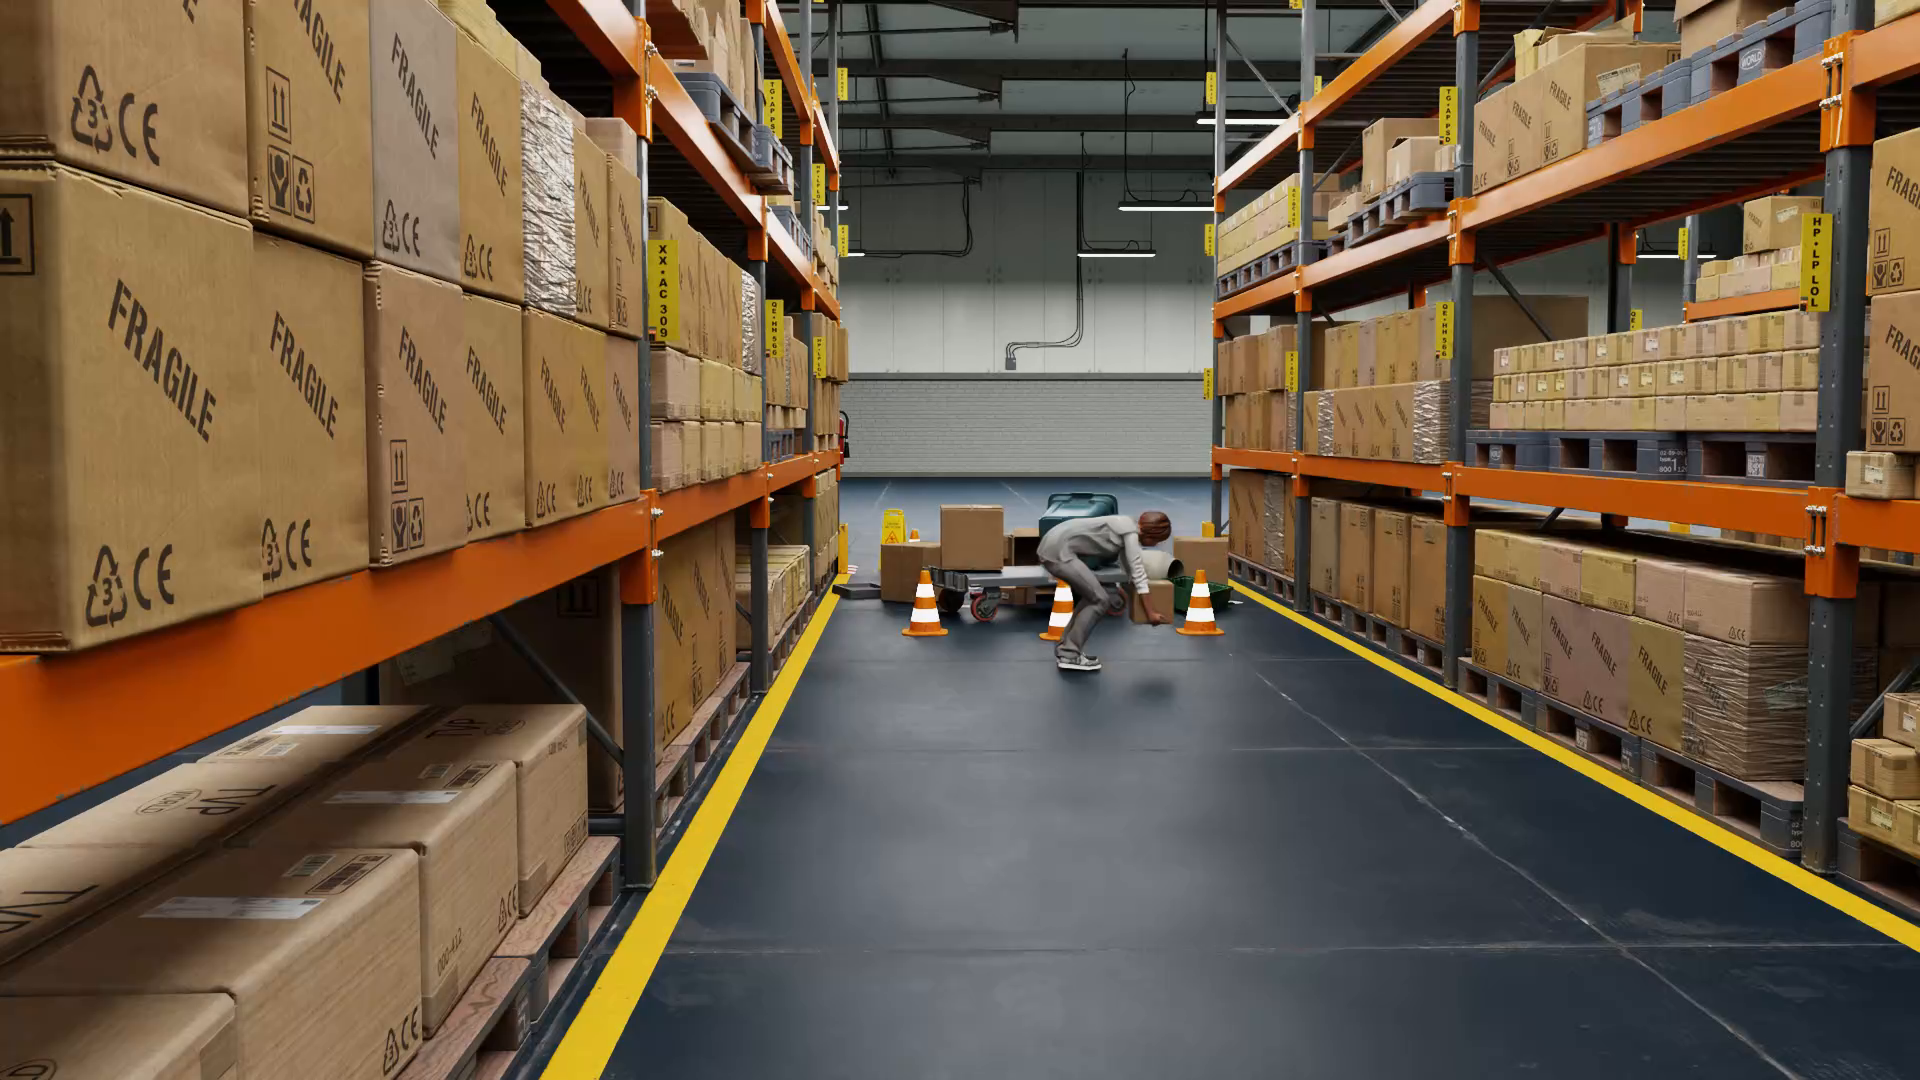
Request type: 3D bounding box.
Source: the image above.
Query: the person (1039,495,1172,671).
[{"bbox_3d":[0.923,0.265,10.529,0.847,1.098,0.406,0,4,-4],"label":"person"}]
